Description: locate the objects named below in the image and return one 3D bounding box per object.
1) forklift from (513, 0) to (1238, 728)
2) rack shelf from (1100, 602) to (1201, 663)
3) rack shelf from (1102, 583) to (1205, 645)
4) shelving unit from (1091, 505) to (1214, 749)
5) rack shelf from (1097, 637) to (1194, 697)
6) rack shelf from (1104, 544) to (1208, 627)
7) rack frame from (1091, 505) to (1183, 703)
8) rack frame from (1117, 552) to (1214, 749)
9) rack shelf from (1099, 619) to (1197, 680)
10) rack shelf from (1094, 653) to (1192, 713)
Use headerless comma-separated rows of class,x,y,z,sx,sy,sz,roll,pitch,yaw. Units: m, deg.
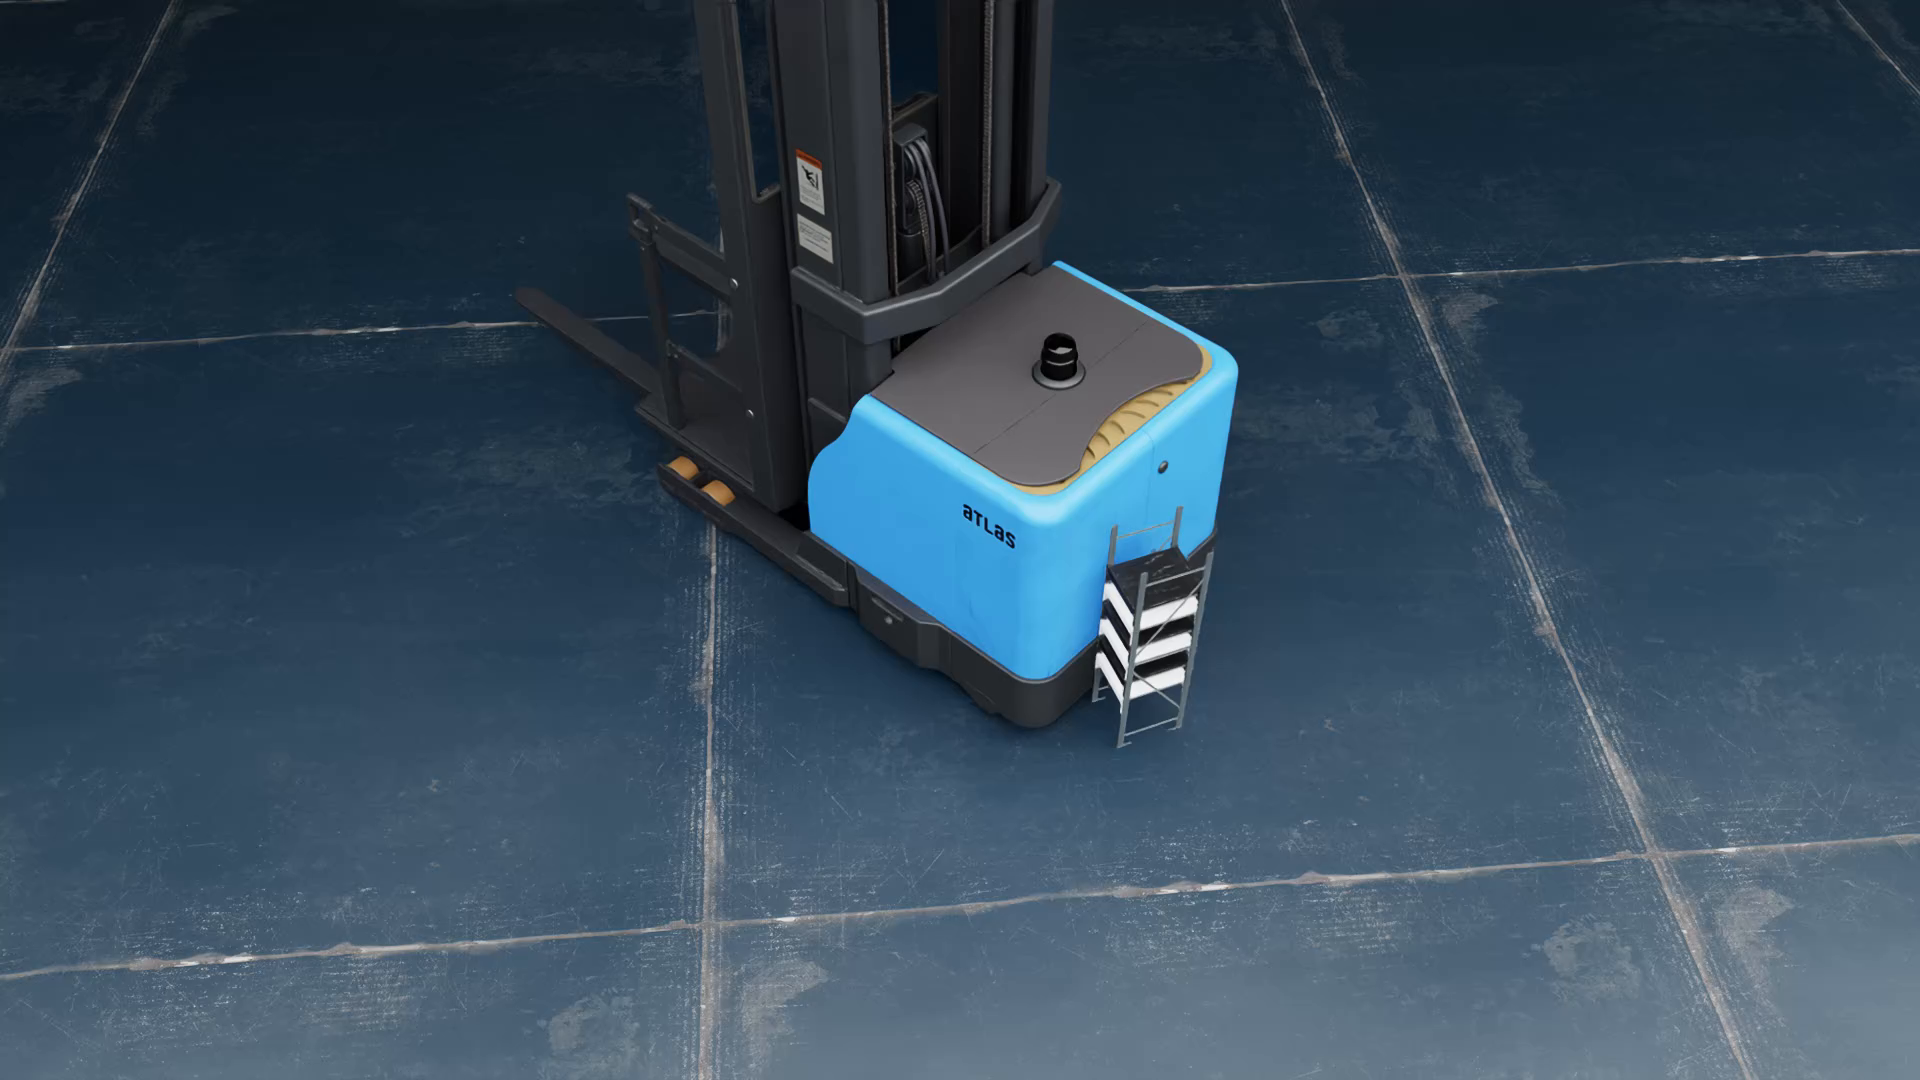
forklift,-0.516,-1.320,5.481,3.031,2.935,1.130,33,55,28
rack shelf,0.606,0.259,5.301,0.258,0.077,0.200,-16,51,-14
rack shelf,0.607,0.200,5.234,0.258,0.077,0.200,-16,51,-14
shelving unit,0.606,0.297,5.344,0.258,0.900,0.210,-16,51,-14
rack shelf,0.604,0.379,5.436,0.258,0.077,0.200,-16,51,-14
rack shelf,0.608,0.140,5.167,0.258,0.077,0.200,-16,51,-14
rack frame,0.568,0.226,5.406,0.240,0.900,0.006,-16,51,-14
rack frame,0.643,0.368,5.281,0.240,0.900,0.006,-16,51,-14
rack shelf,0.605,0.319,5.369,0.258,0.077,0.200,-16,51,-14
rack shelf,0.604,0.439,5.503,0.258,0.077,0.200,-16,51,-14
